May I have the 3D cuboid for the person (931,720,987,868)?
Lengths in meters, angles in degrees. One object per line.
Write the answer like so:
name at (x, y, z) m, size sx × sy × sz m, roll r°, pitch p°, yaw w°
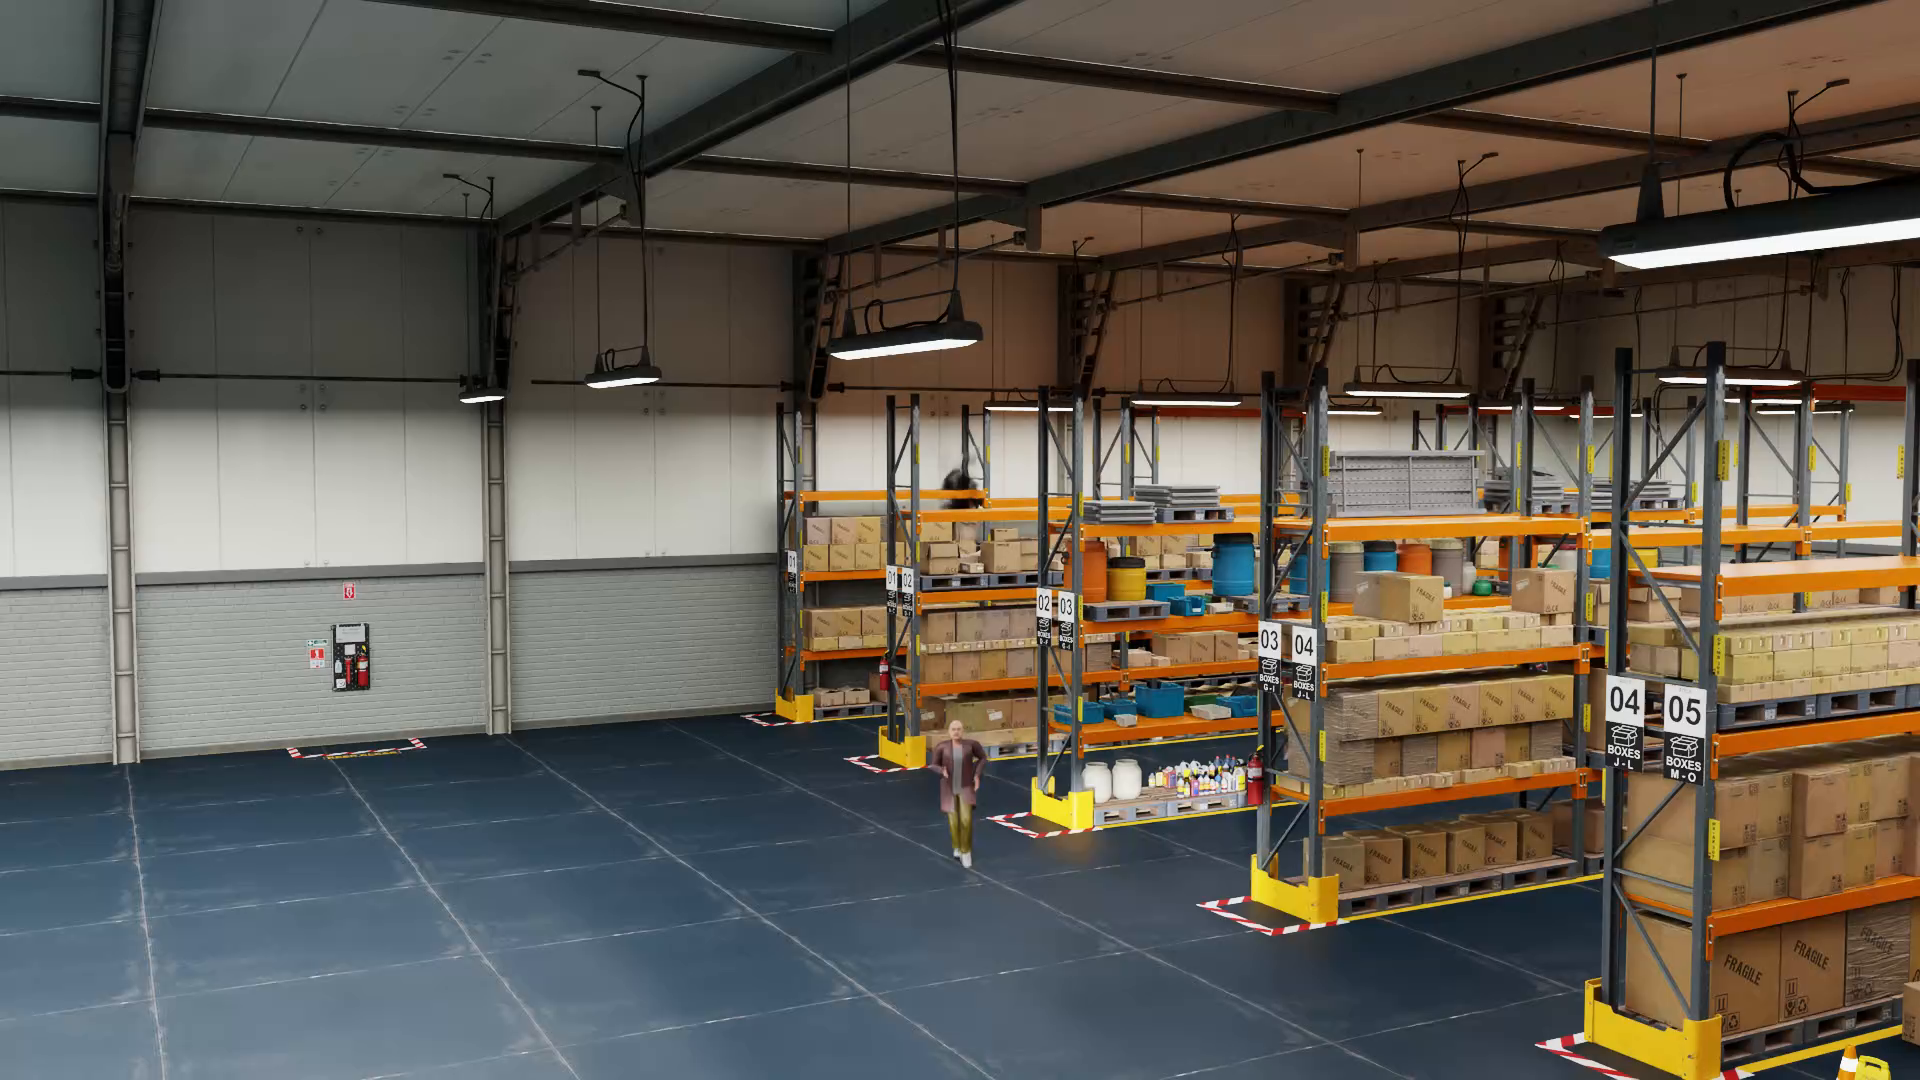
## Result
person at (-0.024, 3.129, 20.517) m, size 0.682 × 1.820 × 0.805 m, roll 0°, pitch 3°, yaw 5°

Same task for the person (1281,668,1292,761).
person at (5.477, 2.762, 27.522) m, size 0.777 × 1.802 × 0.640 m, roll -2°, pitch 4°, yaw -31°
